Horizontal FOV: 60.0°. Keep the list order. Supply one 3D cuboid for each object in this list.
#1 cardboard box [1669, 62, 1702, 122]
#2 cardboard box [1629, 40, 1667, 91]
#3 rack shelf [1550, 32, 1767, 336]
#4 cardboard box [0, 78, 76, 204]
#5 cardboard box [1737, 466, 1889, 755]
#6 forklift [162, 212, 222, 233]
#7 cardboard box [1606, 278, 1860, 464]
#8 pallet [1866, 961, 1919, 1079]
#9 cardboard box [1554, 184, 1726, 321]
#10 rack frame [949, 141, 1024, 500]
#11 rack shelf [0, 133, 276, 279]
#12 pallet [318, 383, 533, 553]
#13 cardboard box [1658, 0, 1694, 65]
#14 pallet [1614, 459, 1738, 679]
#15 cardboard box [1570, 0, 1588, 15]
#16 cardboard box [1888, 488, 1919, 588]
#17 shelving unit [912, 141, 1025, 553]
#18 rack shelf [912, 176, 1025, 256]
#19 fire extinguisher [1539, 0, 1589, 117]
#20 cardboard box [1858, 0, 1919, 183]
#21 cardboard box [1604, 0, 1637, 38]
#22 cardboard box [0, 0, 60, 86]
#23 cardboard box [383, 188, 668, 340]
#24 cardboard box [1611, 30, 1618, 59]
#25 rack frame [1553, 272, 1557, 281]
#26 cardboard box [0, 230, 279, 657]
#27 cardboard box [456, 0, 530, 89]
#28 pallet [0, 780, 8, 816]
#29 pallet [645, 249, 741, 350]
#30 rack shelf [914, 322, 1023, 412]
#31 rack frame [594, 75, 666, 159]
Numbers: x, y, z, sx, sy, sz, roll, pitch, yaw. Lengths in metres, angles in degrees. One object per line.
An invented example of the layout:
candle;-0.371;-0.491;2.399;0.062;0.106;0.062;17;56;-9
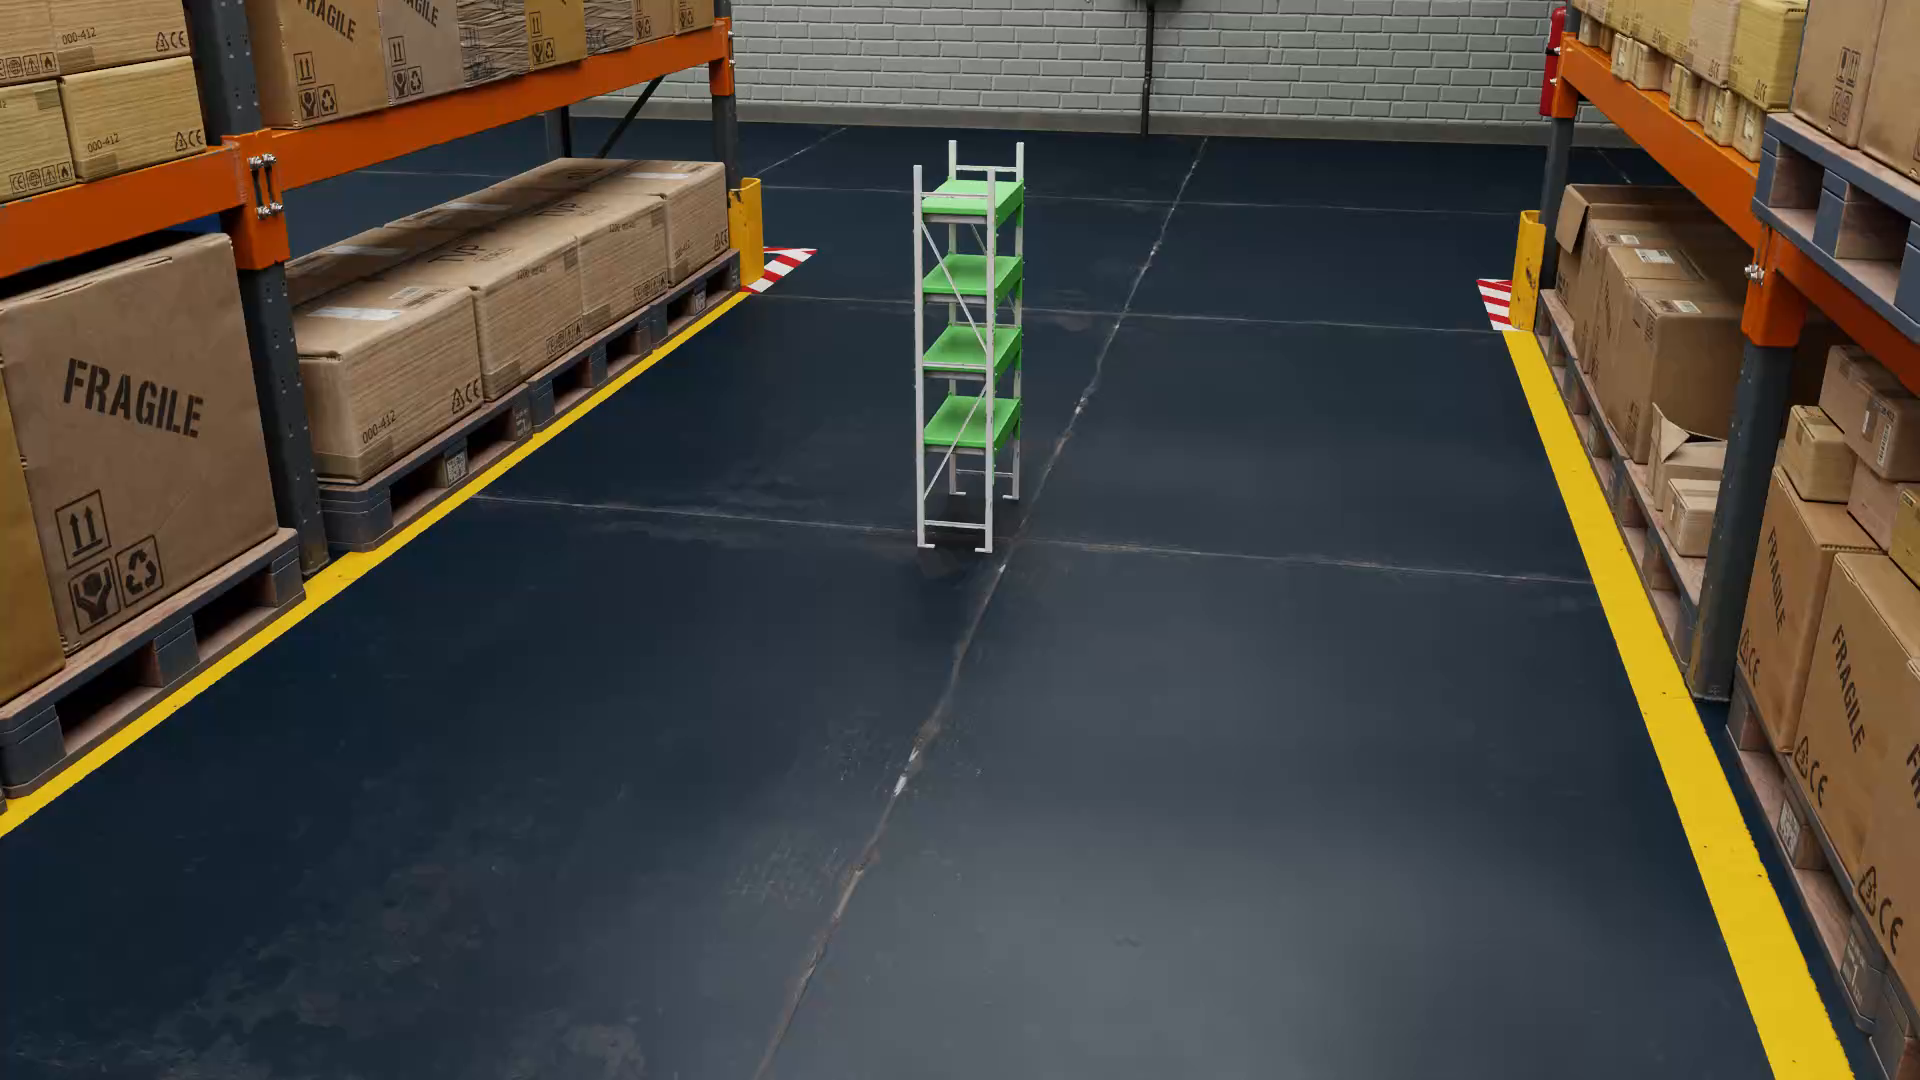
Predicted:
cardboard box;2.386;-1.359;5.048;0.380;0.149;0.250;4;22;10
cardboard box;2.538;-1.638;5.742;0.380;0.149;0.250;5;22;12
rack shelf;2.810;-1.354;5.663;1.077;0.370;4.000;4;22;11
cardboard box;-2.407;-0.894;3.760;0.500;0.250;0.500;4;22;10
cardboard box;2.083;0.168;3.705;0.500;0.500;0.500;5;23;13
forklift;-4.533;-2.201;6.896;1.130;2.935;3.031;6;23;16
cardboard box;2.577;-0.549;5.485;0.700;0.500;0.500;4;22;9
pallet;2.027;1.085;2.377;1.003;0.211;1.213;4;22;11
cardboard box;3.001;-1.239;7.195;0.797;0.503;0.637;4;22;9
rack frame;0.084;-0.706;5.501;0.240;1.200;0.015;4;22;11
rack shelf;-2.866;-0.268;2.967;1.077;0.370;4.000;4;22;11
pallet;-2.226;-0.312;5.846;1.003;0.211;1.213;4;22;11
cardboard box;2.470;-1.595;5.102;0.500;0.250;0.500;4;22;11
pallet;2.543;0.086;4.857;1.003;0.211;1.213;4;22;11
cardboard box;2.862;-2.342;6.956;0.500;0.250;0.500;5;22;11
cardboard box;2.047;0.020;3.203;0.380;0.149;0.250;3;22;8
shelving unit;0.034;-0.617;5.280;0.258;1.200;0.503;4;22;11
rack shelf;0.034;-1.003;5.124;0.258;0.148;0.480;4;22;11
fire extinguisher;2.796;-2.299;7.650;0.296;0.674;0.183;4;22;11
cardboard box;1.979;-0.848;2.748;0.700;0.500;0.500;5;22;12
cardboard box;2.659;-1.972;6.038;0.500;0.250;0.500;4;22;10
cardboard box;-2.404;-1.132;3.682;0.500;0.250;0.500;5;22;12
cardboard box;-1.857;-1.218;7.230;0.875;0.438;0.875;5;22;12
cardboard box;2.745;-1.920;6.443;0.380;0.149;0.250;5;23;13
rack frame;3.215;-2.419;7.346;0.949;2.616;0.053;4;22;11
cardboard box;-2.506;-0.310;4.389;0.875;0.875;0.875;5;23;13
cardboard box;-1.891;-1.896;5.913;0.500;0.500;0.500;5;22;11
pallet;-2.788;0.696;3.344;1.003;0.211;1.213;4;22;11
pallet;-1.728;-1.204;8.061;1.003;0.211;1.213;4;22;11
rack shelf;0.034;-0.558;5.304;0.258;0.148;0.480;4;22;11
rack frame;-1.638;-2.796;8.281;0.949;2.616;0.053;4;22;11
